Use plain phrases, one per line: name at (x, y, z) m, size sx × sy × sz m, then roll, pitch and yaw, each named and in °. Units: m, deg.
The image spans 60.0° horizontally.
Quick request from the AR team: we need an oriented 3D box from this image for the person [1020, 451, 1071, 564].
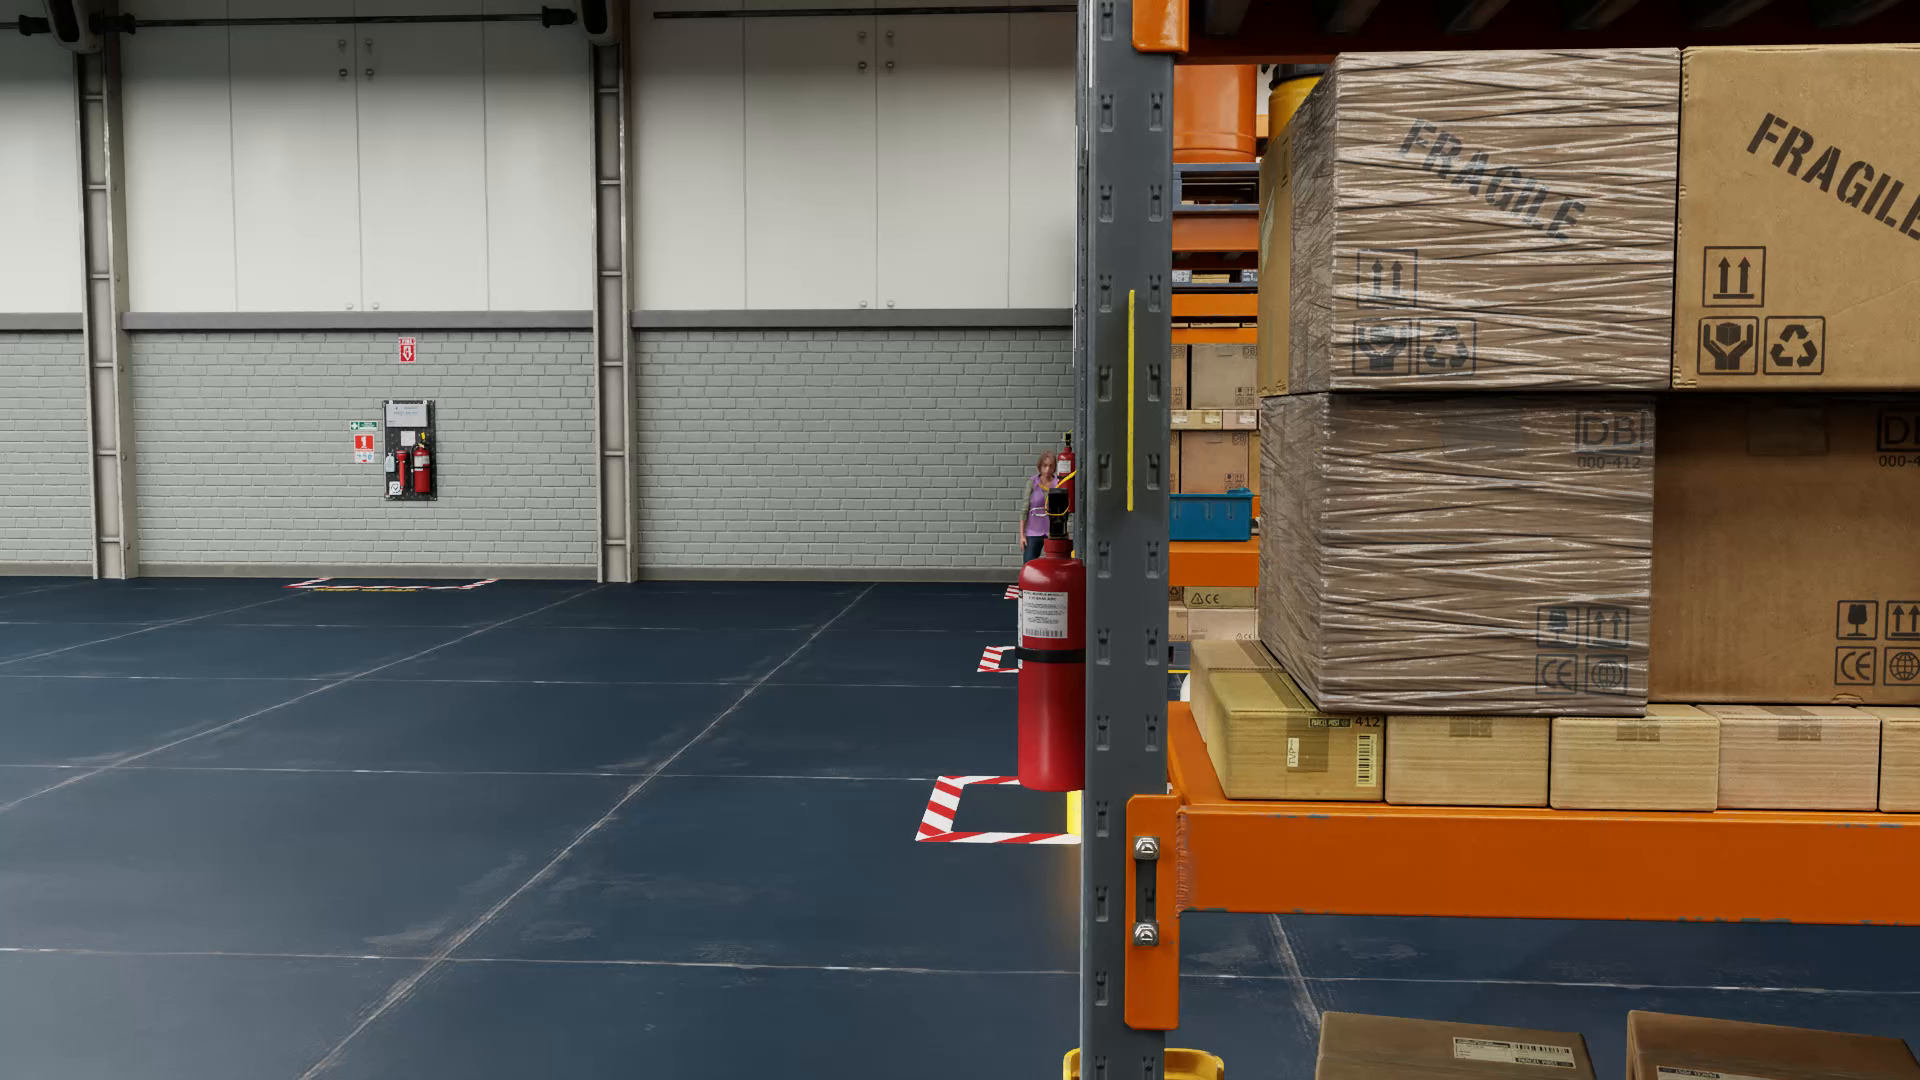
person at (0.756, -0.004, 14.925) m, size 0.479 × 1.591 × 0.348 m, roll 0°, pitch 4°, yaw 0°
